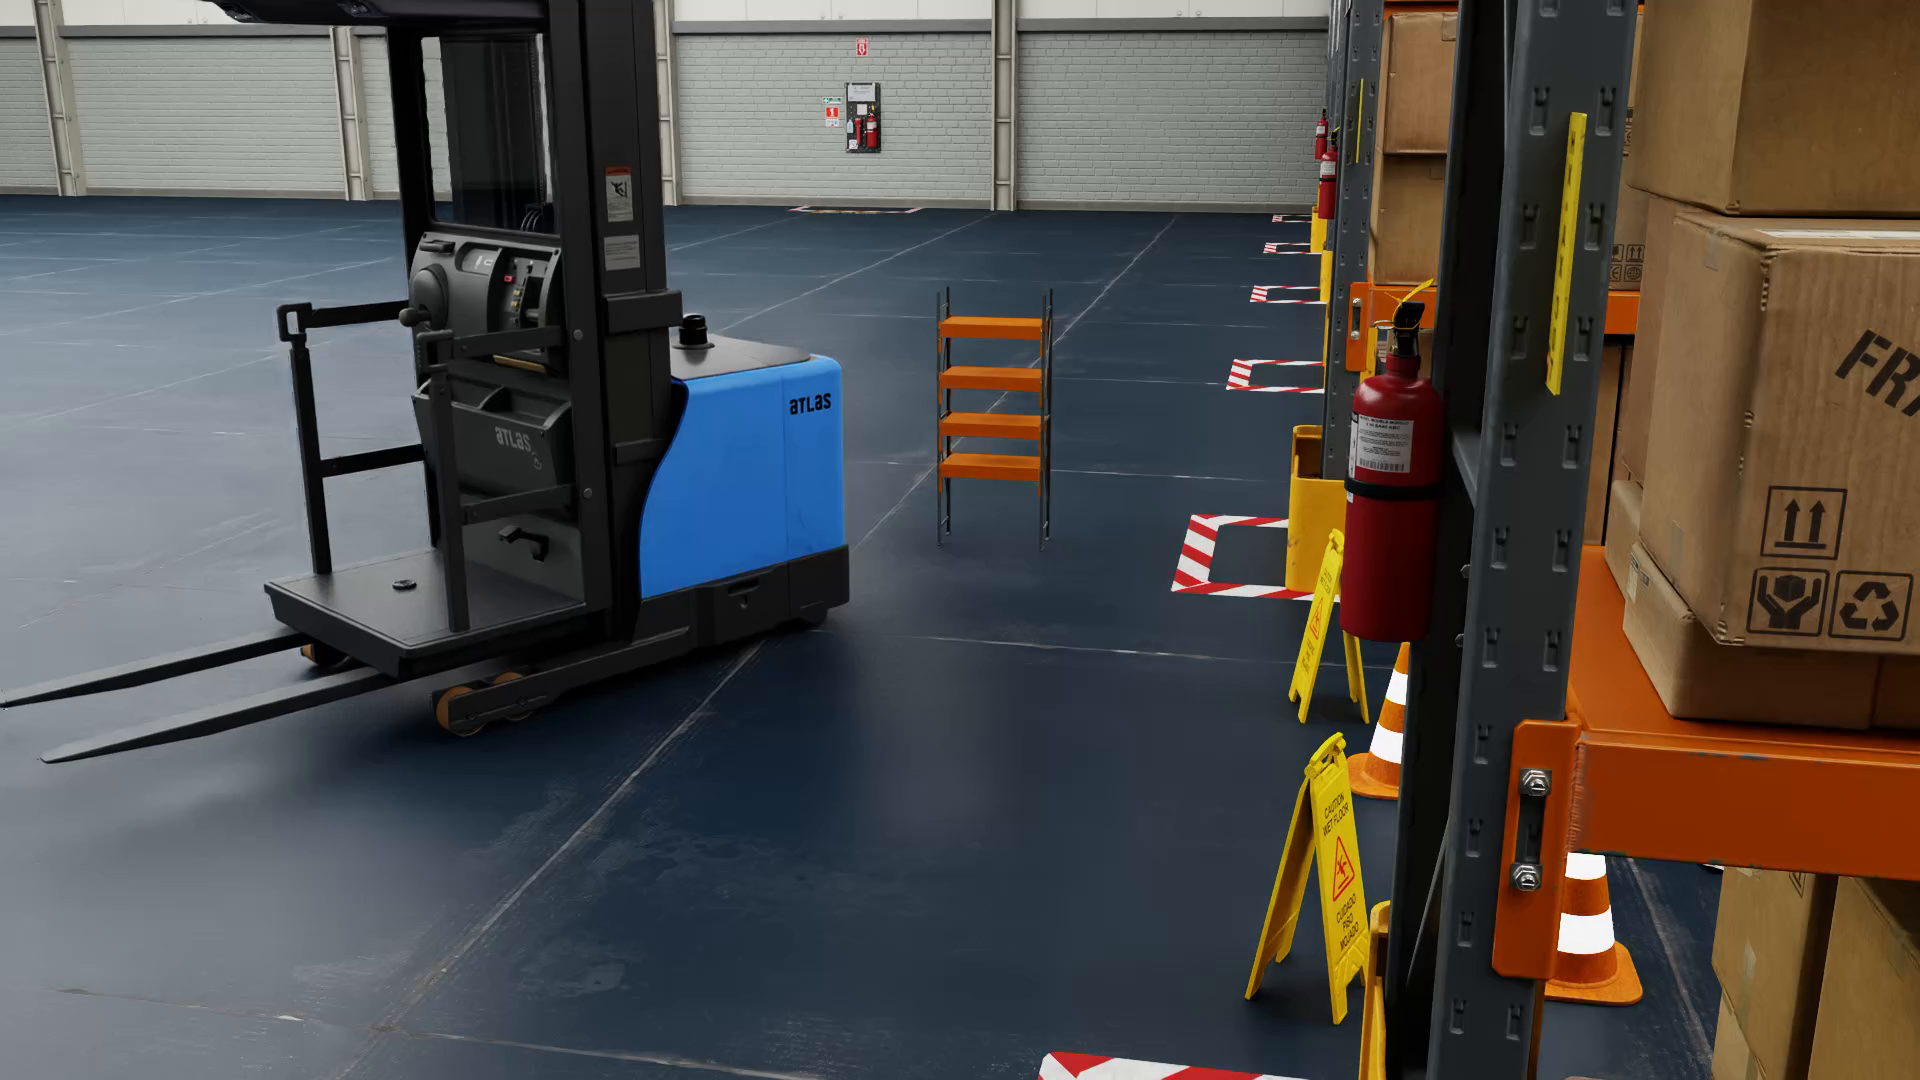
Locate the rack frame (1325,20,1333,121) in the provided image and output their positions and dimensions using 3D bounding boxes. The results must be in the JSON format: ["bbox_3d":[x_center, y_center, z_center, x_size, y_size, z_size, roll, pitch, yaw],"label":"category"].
[{"bbox_3d":[5.764,-6.545,26.000,0.127,3.000,1.000,3,16,11],"label":"rack frame"}]

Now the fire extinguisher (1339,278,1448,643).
[{"bbox_3d":[0.807,-0.154,3.075,0.183,0.674,0.296,3,16,11],"label":"fire extinguisher"}]

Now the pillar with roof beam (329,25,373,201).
[{"bbox_3d":[-11.875,-9.456,25.273,0.400,9.000,9.100,3,16,11],"label":"pillar with roof beam"}]

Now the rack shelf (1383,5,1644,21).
[{"bbox_3d":[5.749,-4.946,15.955,4.000,0.370,1.077,3,16,11],"label":"rack shelf"}]

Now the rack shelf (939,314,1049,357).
[{"bbox_3d":[0.162,-0.948,7.695,0.480,0.148,0.258,3,16,11],"label":"rack shelf"}]

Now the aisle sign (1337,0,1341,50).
[{"bbox_3d":[3.661,-5.133,16.034,0.004,0.787,0.394,3,16,11],"label":"aisle sign"}]

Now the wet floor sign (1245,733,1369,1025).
[{"bbox_3d":[0.855,0.780,3.969,0.232,0.644,0.267,9,18,30],"label":"wet floor sign"}]

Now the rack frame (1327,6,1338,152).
[{"bbox_3d":[4.780,-5.249,21.321,0.127,3.000,1.000,3,16,11],"label":"rack frame"}]

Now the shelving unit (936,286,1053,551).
[{"bbox_3d":[0.162,-0.569,7.800,0.503,1.200,0.258,3,16,11],"label":"shelving unit"}]

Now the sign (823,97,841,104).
[{"bbox_3d":[-2.190,-7.521,28.464,0.331,0.109,0.001,3,16,11],"label":"sign"}]

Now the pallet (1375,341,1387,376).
[{"bbox_3d":[3.666,-1.257,12.135,1.213,0.211,1.003,3,16,11],"label":"pallet"}]

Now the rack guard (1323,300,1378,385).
[{"bbox_3d":[2.877,-1.449,12.285,0.348,0.500,1.175,3,16,11],"label":"rack guard"}]

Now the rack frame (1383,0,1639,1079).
[{"bbox_3d":[0.827,-0.064,2.604,0.053,2.616,0.949,3,16,11],"label":"rack frame"}]

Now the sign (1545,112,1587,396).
[{"bbox_3d":[0.720,-0.340,1.980,0.005,0.325,0.100,3,16,11],"label":"sign"}]

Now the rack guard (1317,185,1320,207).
[{"bbox_3d":[5.838,-5.336,26.319,0.348,0.500,1.175,3,16,11],"label":"rack guard"}]

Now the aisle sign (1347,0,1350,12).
[{"bbox_3d":[1.586,-2.543,6.685,0.004,0.787,0.394,3,16,11],"label":"aisle sign"}]

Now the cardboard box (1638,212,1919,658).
[{"bbox_3d":[1.237,-0.159,2.202,0.500,0.500,0.500,3,16,10],"label":"cardboard box"}]

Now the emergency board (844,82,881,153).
[{"bbox_3d":[-1.672,-7.194,28.345,0.643,1.169,0.194,3,16,11],"label":"emergency board"}]

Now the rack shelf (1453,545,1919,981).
[{"bbox_3d":[2.788,0.388,2.319,4.000,0.370,1.077,3,16,11],"label":"rack shelf"}]

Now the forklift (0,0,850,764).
[{"bbox_3d":[-1.840,-0.904,5.766,1.130,2.935,3.031,14,21,42],"label":"forklift"}]

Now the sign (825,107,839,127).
[{"bbox_3d":[-2.193,-7.268,28.544,0.234,0.329,0.001,3,16,11],"label":"sign"}]

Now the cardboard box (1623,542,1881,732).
[{"bbox_3d":[1.119,0.128,2.380,0.250,0.149,0.380,3,16,11],"label":"cardboard box"}]

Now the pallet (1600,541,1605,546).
[{"bbox_3d":[2.514,0.001,7.594,1.213,0.211,1.003,3,16,11],"label":"pallet"}]

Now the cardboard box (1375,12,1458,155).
[{"bbox_3d":[2.071,-1.928,7.030,0.550,0.550,0.875,3,16,11],"label":"cardboard box"}]

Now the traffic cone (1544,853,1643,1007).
[{"bbox_3d":[1.506,0.843,4.082,0.334,0.463,0.336,3,16,11],"label":"traffic cone"}]

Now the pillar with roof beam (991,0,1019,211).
[{"bbox_3d":[-0.116,-8.818,22.968,0.400,9.000,9.100,3,16,11],"label":"pillar with roof beam"}]

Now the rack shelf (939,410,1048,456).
[{"bbox_3d":[0.162,-0.505,7.818,0.480,0.148,0.258,3,16,11],"label":"rack shelf"}]

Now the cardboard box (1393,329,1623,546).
[{"bbox_3d":[2.393,-0.525,7.461,0.875,0.875,0.875,3,16,11],"label":"cardboard box"}]

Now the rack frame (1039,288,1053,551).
[{"bbox_3d":[0.401,-0.556,7.753,0.015,1.200,0.240,3,16,11],"label":"rack frame"}]

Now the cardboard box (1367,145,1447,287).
[{"bbox_3d":[2.088,-1.430,7.253,0.550,0.550,0.875,3,16,11],"label":"cardboard box"}]

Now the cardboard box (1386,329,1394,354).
[{"bbox_3d":[3.411,-1.618,12.108,0.500,0.500,0.500,6,17,21],"label":"cardboard box"}]

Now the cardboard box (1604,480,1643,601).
[{"bbox_3d":[1.237,0.020,2.771,0.250,0.149,0.380,4,16,13],"label":"cardboard box"}]

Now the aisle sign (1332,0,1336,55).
[{"bbox_3d":[4.655,-6.425,20.697,0.004,0.787,0.394,3,16,11],"label":"aisle sign"}]

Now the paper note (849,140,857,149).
[{"bbox_3d":[-1.831,-6.797,28.562,0.142,0.148,0.016,3,16,11],"label":"paper note"}]

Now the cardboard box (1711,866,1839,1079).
[{"bbox_3d":[1.665,0.671,2.911,0.500,0.500,0.500,3,16,11],"label":"cardboard box"}]

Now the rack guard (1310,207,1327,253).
[{"bbox_3d":[4.757,-4.045,21.659,0.348,0.500,1.175,3,16,11],"label":"rack guard"}]
